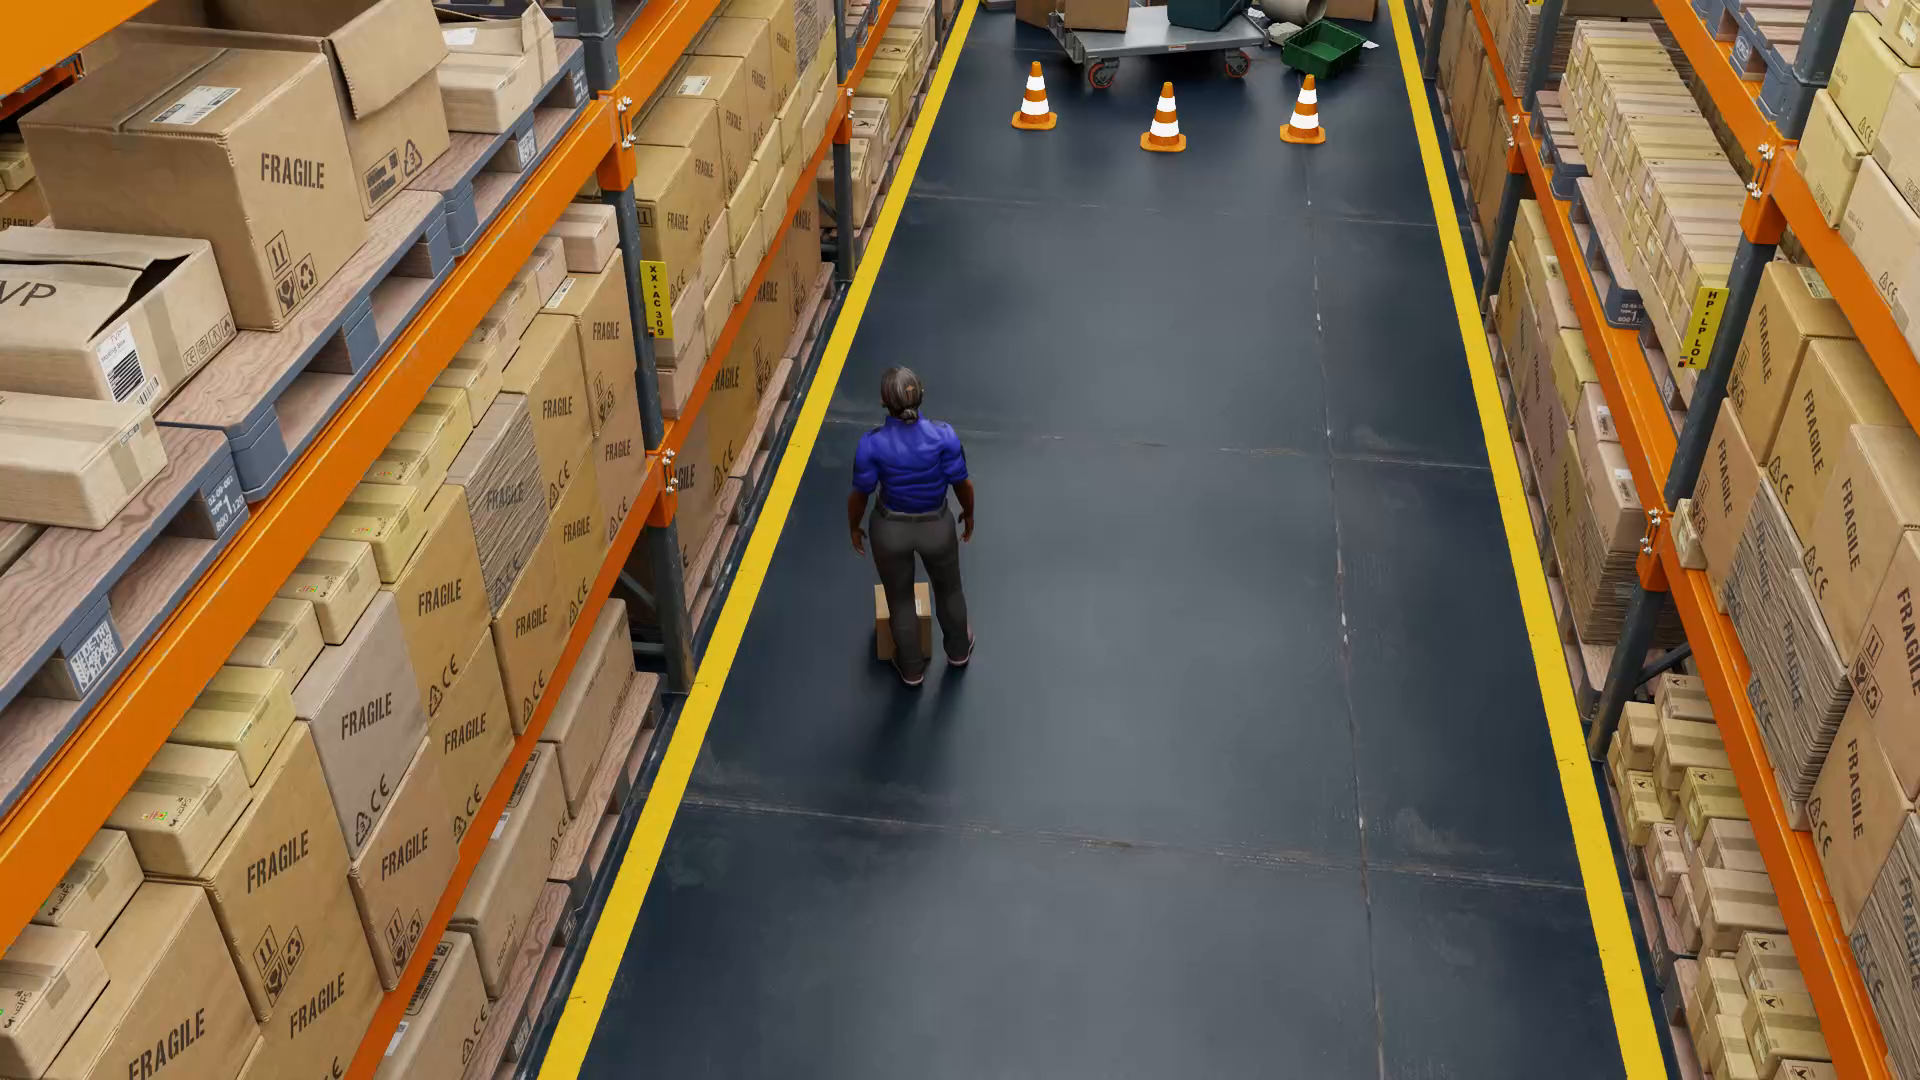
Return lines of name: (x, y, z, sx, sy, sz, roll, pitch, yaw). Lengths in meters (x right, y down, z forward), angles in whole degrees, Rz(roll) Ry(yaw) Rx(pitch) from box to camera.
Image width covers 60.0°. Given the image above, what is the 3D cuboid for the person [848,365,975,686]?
person: (-0.197, -0.086, 7.146, 0.570, 1.654, 0.504, -4, 37, -5)
